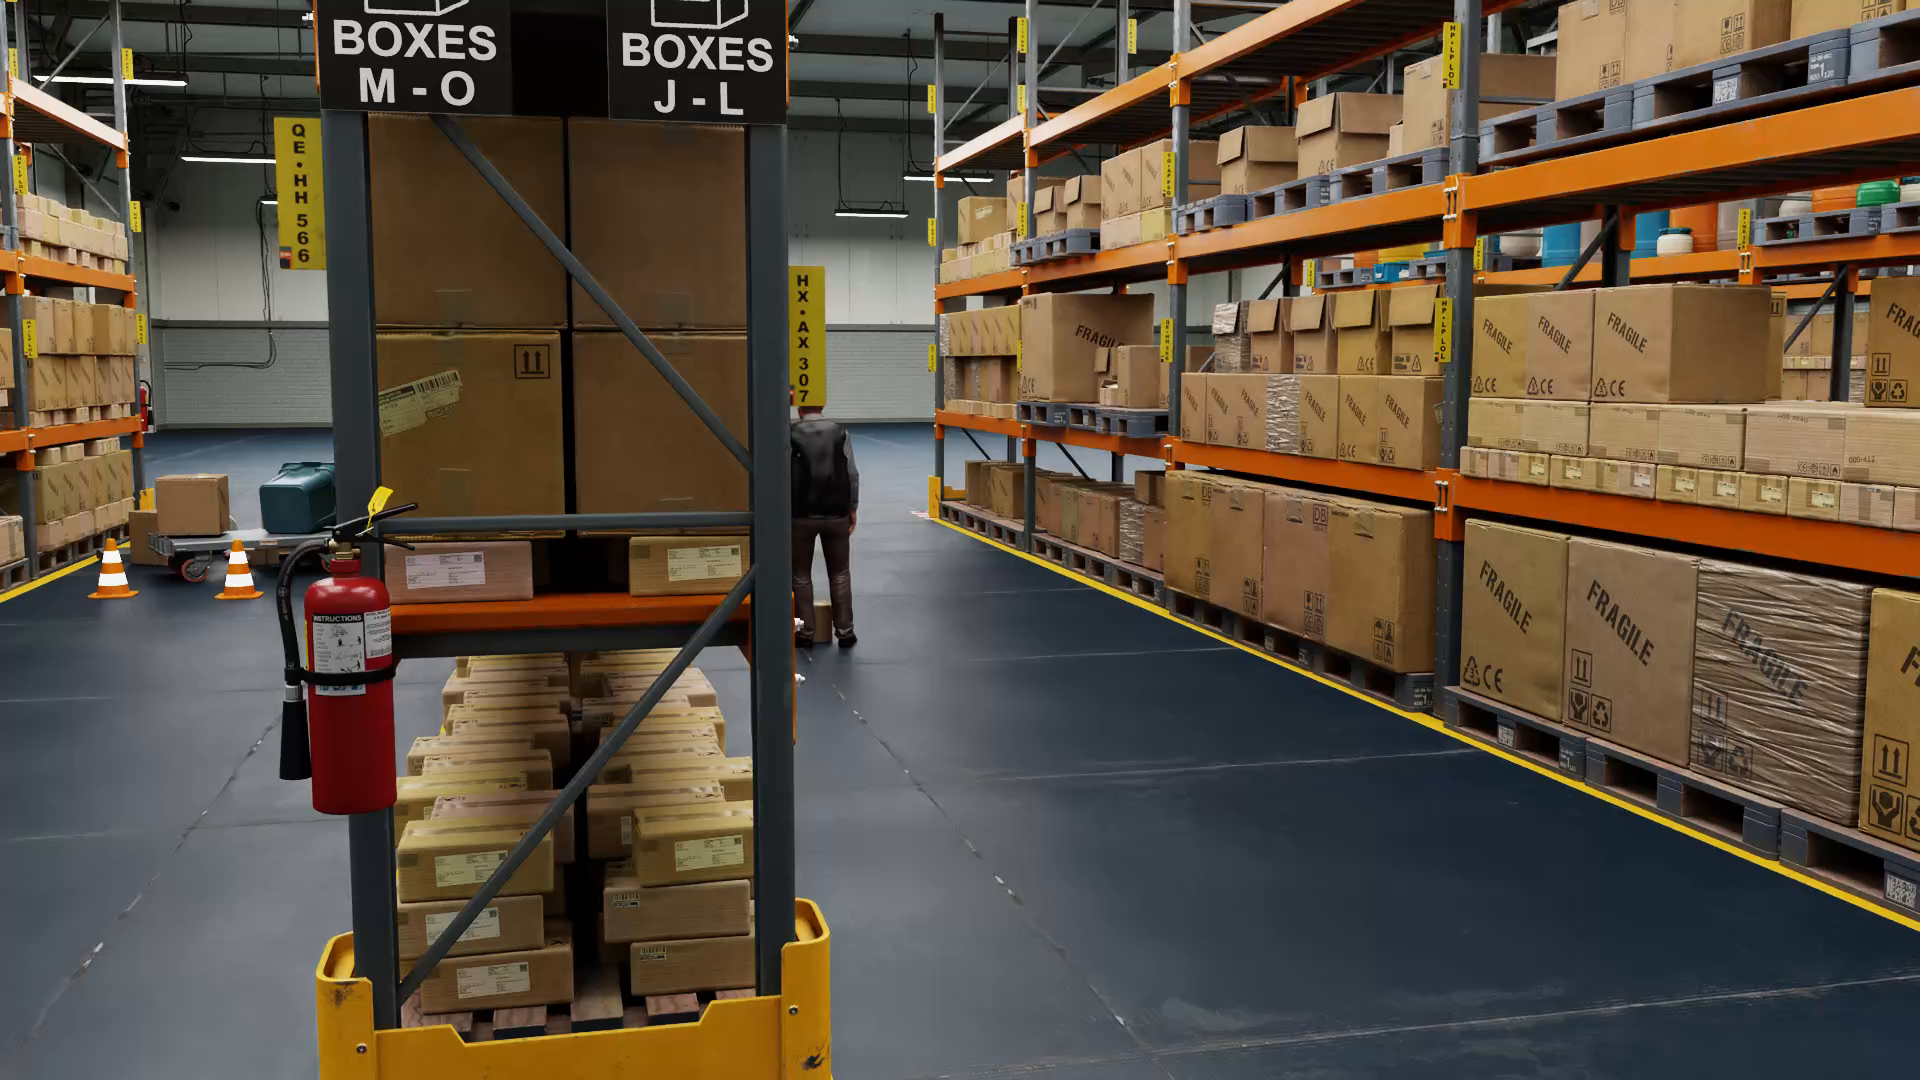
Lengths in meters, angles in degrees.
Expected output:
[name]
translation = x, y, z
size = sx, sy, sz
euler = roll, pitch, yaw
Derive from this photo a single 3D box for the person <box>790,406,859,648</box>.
[person]
translation = -0.954, -0.151, 10.980
size = 0.592, 1.720, 0.474
euler = -2, 6, -17
